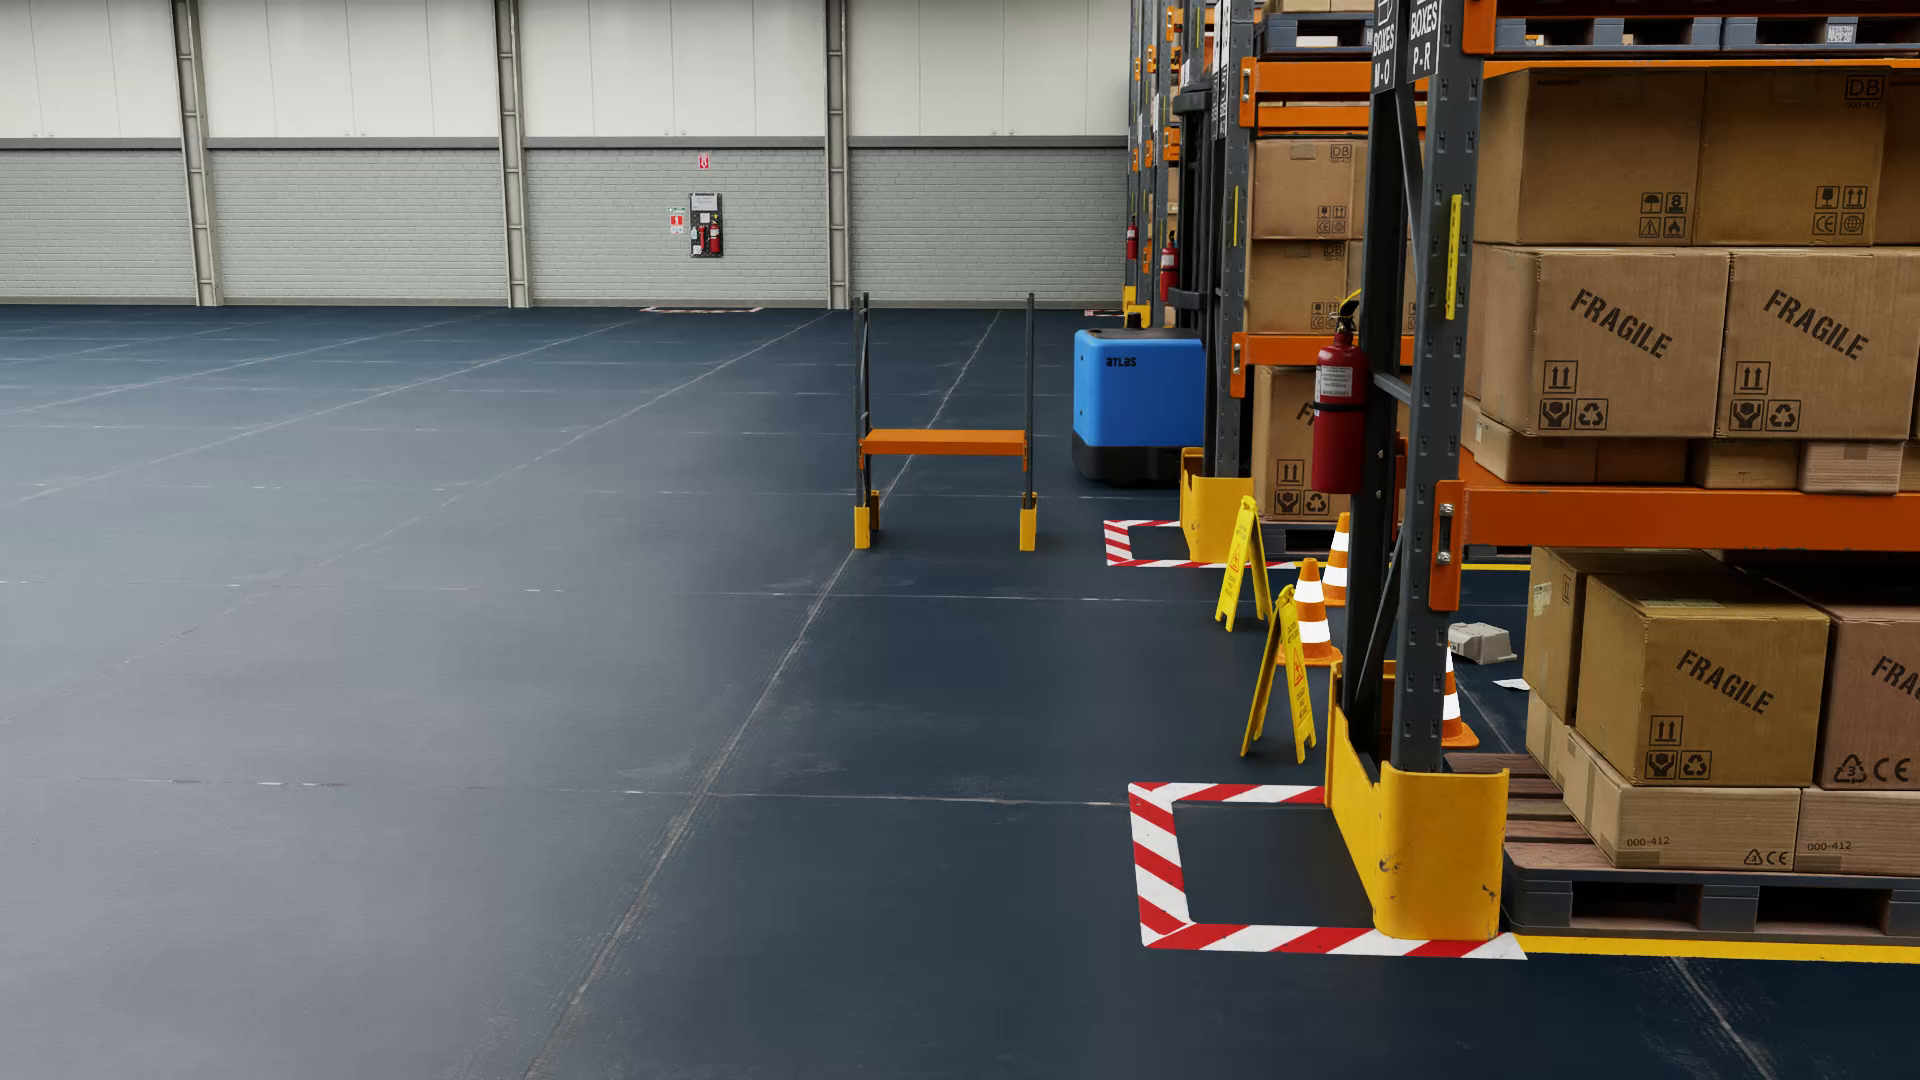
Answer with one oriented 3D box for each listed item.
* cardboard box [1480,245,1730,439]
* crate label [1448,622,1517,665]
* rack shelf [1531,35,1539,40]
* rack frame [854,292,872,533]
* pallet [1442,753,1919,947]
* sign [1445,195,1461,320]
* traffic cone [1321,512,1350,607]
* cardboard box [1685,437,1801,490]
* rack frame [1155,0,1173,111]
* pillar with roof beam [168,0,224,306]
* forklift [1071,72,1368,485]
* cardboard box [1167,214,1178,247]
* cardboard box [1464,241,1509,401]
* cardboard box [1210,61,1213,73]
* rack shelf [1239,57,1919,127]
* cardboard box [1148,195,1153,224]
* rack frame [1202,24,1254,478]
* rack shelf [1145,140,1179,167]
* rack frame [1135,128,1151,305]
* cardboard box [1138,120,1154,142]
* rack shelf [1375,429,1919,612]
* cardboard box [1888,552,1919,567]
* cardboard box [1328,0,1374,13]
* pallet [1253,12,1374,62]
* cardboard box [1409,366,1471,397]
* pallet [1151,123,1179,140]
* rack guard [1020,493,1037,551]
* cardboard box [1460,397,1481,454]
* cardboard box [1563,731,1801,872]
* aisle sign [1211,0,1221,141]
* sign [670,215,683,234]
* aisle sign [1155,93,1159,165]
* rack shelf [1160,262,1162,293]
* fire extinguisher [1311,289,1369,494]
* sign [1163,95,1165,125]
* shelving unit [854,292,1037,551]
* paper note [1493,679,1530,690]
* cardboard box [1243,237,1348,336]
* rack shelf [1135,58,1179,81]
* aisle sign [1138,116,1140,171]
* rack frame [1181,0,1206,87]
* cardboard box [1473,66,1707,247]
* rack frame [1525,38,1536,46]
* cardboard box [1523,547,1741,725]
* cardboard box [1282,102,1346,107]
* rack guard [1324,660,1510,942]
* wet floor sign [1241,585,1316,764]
[{"bbox_3d":[1.800,-0.570,4.698,0.500,0.500,0.500,1,12,3],"label":"cardboard box"},{"bbox_3d":[2.385,0.471,7.681,0.298,0.136,0.250,-6,13,-26],"label":"crate label"},{"bbox_3d":[8.326,-5.782,18.664,4.000,0.370,1.077,1,12,4],"label":"rack shelf"},{"bbox_3d":[-0.592,-0.742,10.153,0.032,1.500,0.500,1,12,4],"label":"rack frame"},{"bbox_3d":[2.230,0.945,5.234,1.213,0.211,1.003,1,12,4],"label":"pallet"},{"bbox_3d":[1.310,-0.752,4.422,0.005,0.325,0.100,1,12,4],"label":"sign"},{"bbox_3d":[2.011,0.087,8.720,0.334,0.463,0.336,1,12,4],"label":"traffic cone"},{"bbox_3d":[2.183,-0.248,4.743,0.250,0.149,0.380,0,12,2],"label":"cardboard box"},{"bbox_3d":[2.339,-6.412,18.942,0.127,3.000,1.000,1,12,4],"label":"rack frame"},{"bbox_3d":[-14.490,-7.970,26.389,0.400,9.000,9.100,1,12,4],"label":"pillar with roof beam"},{"bbox_3d":[2.402,-1.922,12.297,3.031,2.935,1.130,-1,12,-3],"label":"forklift"},{"bbox_3d":[3.139,-4.527,24.340,0.500,0.500,0.700,1,12,4],"label":"cardboard box"},{"bbox_3d":[1.906,-0.682,5.234,0.500,0.500,0.500,1,12,3],"label":"cardboard box"},{"bbox_3d":[2.268,-4.002,14.143,0.250,0.149,0.380,1,12,3],"label":"cardboard box"},{"bbox_3d":[3.572,-2.540,9.517,4.000,0.370,1.077,1,12,4],"label":"rack shelf"},{"bbox_3d":[3.458,-5.735,28.843,0.500,0.500,0.500,1,12,4],"label":"cardboard box"},{"bbox_3d":[1.576,-1.452,9.882,0.127,3.000,1.000,1,12,4],"label":"rack frame"},{"bbox_3d":[4.670,-5.576,24.029,4.000,0.370,1.077,1,12,4],"label":"rack shelf"},{"bbox_3d":[2.674,-4.487,24.394,0.127,3.000,1.000,1,12,4],"label":"rack frame"},{"bbox_3d":[3.318,-6.971,28.646,0.500,0.500,0.500,1,12,5],"label":"cardboard box"},{"bbox_3d":[3.342,-0.060,4.984,4.000,0.370,1.077,1,12,4],"label":"rack shelf"},{"bbox_3d":[3.047,-0.026,5.341,0.250,0.149,0.380,1,12,6],"label":"cardboard box"},{"bbox_3d":[2.151,-2.978,9.195,0.250,0.149,0.380,1,12,4],"label":"cardboard box"},{"bbox_3d":[2.317,-2.868,9.545,1.213,0.211,1.003,1,12,4],"label":"pallet"},{"bbox_3d":[3.135,-0.610,10.021,0.875,0.875,0.875,1,12,3],"label":"cardboard box"},{"bbox_3d":[3.378,-5.897,24.024,1.213,0.211,1.003,1,12,4],"label":"pallet"},{"bbox_3d":[0.421,-0.117,10.215,0.087,0.250,0.587,1,12,4],"label":"rack guard"},{"bbox_3d":[1.734,-0.355,5.251,0.250,0.149,0.380,1,12,6],"label":"cardboard box"},{"bbox_3d":[2.133,0.769,4.956,0.500,0.250,0.500,1,12,3],"label":"cardboard box"},{"bbox_3d":[1.525,-2.786,9.913,0.004,0.787,0.394,1,12,4],"label":"aisle sign"},{"bbox_3d":[-5.237,-5.836,30.755,0.234,0.329,0.001,1,12,4],"label":"sign"},{"bbox_3d":[2.248,-4.689,19.009,0.004,0.787,0.394,1,12,4],"label":"aisle sign"},{"bbox_3d":[4.335,-3.096,19.499,4.000,0.370,1.077,1,12,4],"label":"rack shelf"},{"bbox_3d":[1.263,-0.497,5.506,0.183,0.674,0.296,1,12,4],"label":"fire extinguisher"},{"bbox_3d":[2.298,-4.836,18.711,0.005,0.325,0.100,1,12,4],"label":"sign"},{"bbox_3d":[-0.076,-0.735,10.119,1.083,1.500,0.587,1,12,4],"label":"shelving unit"},{"bbox_3d":[2.422,0.621,7.227,0.142,0.019,0.148,-3,12,-16],"label":"paper note"},{"bbox_3d":[1.949,-1.529,9.886,0.550,0.550,0.875,1,12,4],"label":"cardboard box"},{"bbox_3d":[4.997,-8.055,28.561,4.000,0.370,1.077,1,12,4],"label":"rack shelf"},{"bbox_3d":[2.628,-5.821,24.419,0.004,0.787,0.394,1,12,4],"label":"aisle sign"},{"bbox_3d":[2.008,-5.400,14.105,0.127,3.000,1.000,1,12,4],"label":"rack frame"},{"bbox_3d":[1.871,-1.161,5.077,0.500,0.500,0.700,0,12,2],"label":"cardboard box"},{"bbox_3d":[6.330,-6.357,18.680,0.127,3.000,1.000,1,12,4],"label":"rack frame"},{"bbox_3d":[2.163,0.292,5.405,0.500,0.500,0.500,1,12,4],"label":"cardboard box"},{"bbox_3d":[2.987,-3.793,14.116,0.500,0.250,0.500,1,12,2],"label":"cardboard box"},{"bbox_3d":[1.422,0.786,5.292,0.348,0.500,1.175,1,12,4],"label":"rack guard"},{"bbox_3d":[1.228,0.492,6.339,0.232,0.644,0.267,5,13,23],"label":"wet floor sign"}]
